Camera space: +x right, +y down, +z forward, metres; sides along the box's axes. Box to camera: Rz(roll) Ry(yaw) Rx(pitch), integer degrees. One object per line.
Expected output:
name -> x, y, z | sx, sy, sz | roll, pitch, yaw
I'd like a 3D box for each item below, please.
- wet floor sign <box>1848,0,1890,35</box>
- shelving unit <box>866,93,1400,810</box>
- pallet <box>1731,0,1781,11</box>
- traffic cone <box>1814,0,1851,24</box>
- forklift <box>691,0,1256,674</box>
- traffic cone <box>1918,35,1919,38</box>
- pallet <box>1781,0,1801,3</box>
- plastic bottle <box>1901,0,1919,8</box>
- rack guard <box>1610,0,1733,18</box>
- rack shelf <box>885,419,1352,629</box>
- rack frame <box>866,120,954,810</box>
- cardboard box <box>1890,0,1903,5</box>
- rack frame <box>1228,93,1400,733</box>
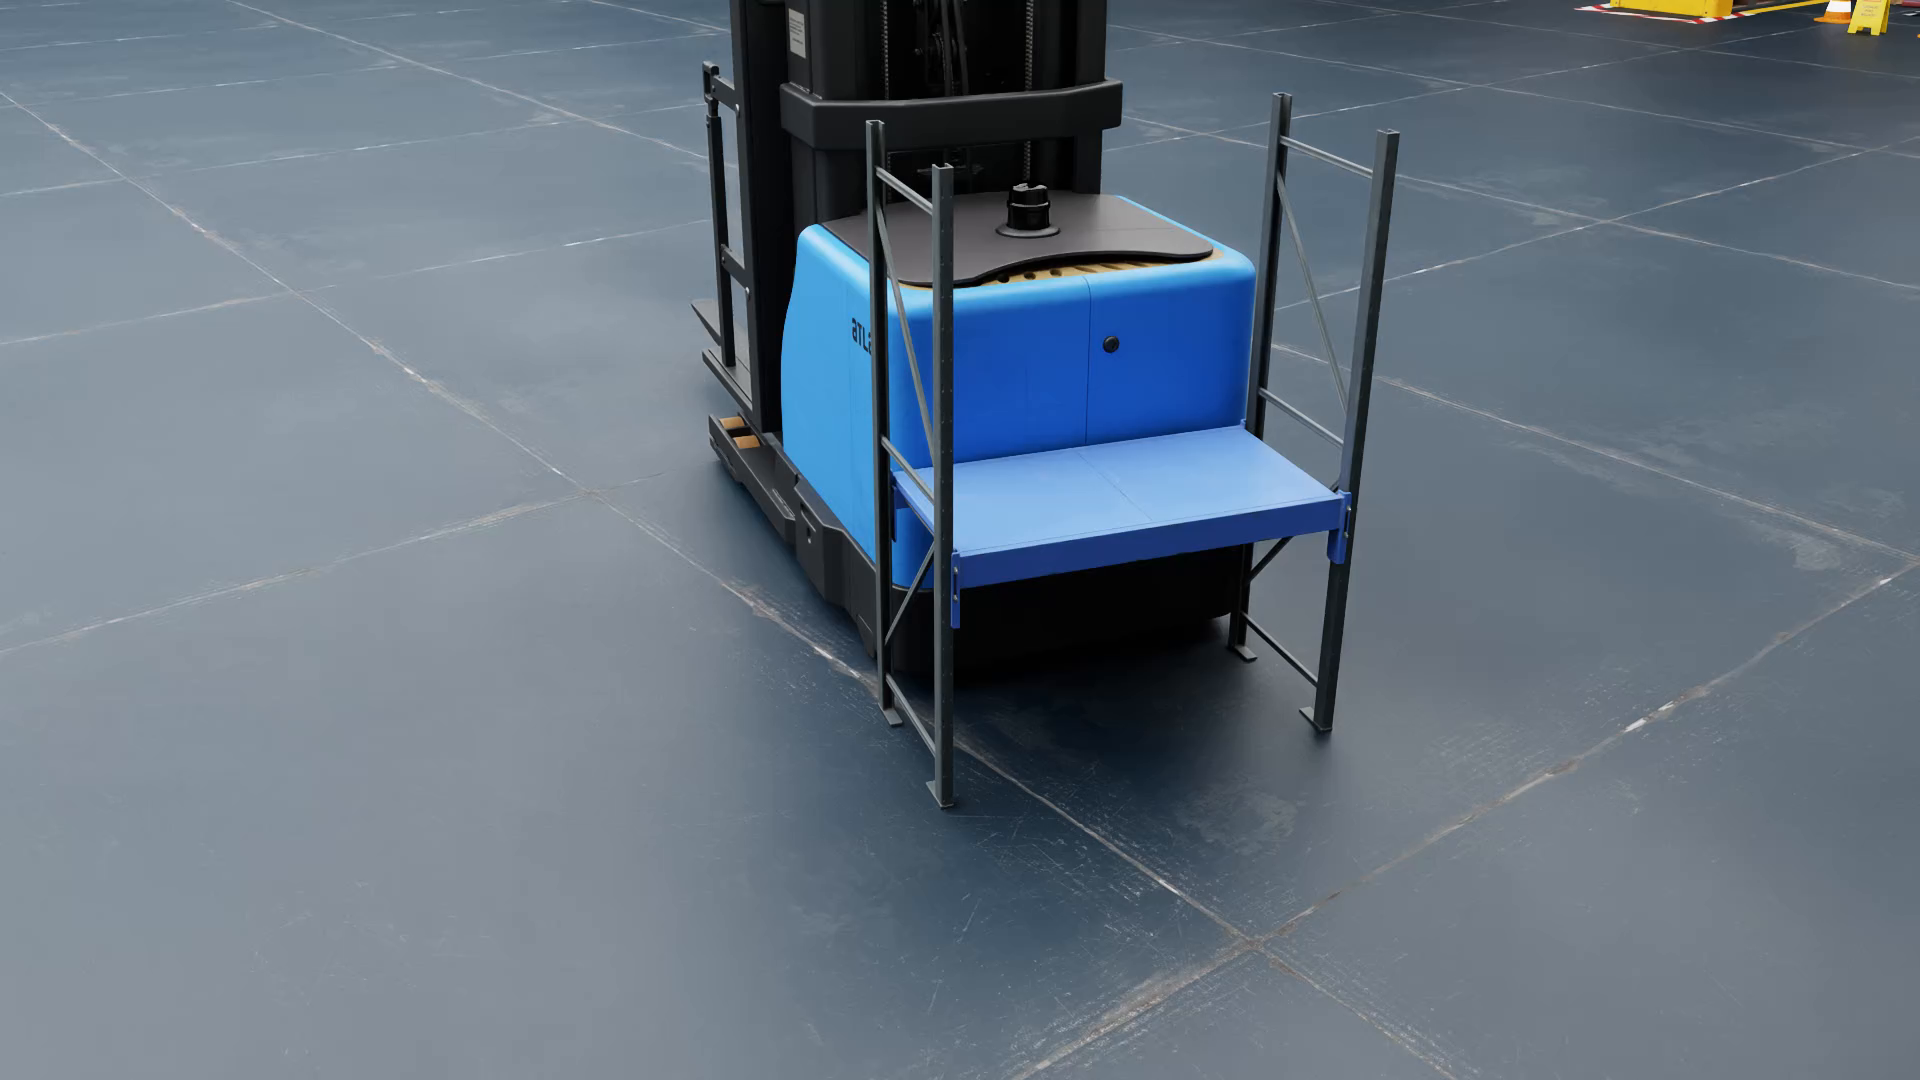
wet floor sign -> 8.354, -4.965, 15.182 | 0.267, 0.644, 0.232 | 21, 32, 37
shelving unit -> 0.367, -0.222, 3.943 | 1.048, 1.500, 0.538 | -9, 27, -18
pallet -> 7.735, -5.665, 17.206 | 1.213, 0.211, 1.003 | -18, 31, -34
traffic cone -> 8.449, -5.213, 15.933 | 0.334, 0.463, 0.336 | -18, 31, -34
forklift -> -0.232, -1.576, 5.165 | 1.130, 2.935, 3.031 | -9, 27, -20
traffic cone -> 8.878, -4.751, 14.936 | 0.334, 0.463, 0.336 | -18, 31, -34
pallet -> 8.695, -5.980, 17.885 | 1.213, 0.211, 1.003 | -18, 31, -34
plastic bottle -> 9.764, -5.463, 16.950 | 0.283, 0.061, 0.133 | 15, 29, 29
rack guard -> 7.136, -5.556, 16.628 | 0.348, 0.500, 1.175 | -18, 31, -34
rack shelf -> 0.366, -0.060, 4.020 | 1.000, 0.185, 0.538 | -9, 27, -18
rack frame -> -0.112, -0.150, 3.787 | 0.032, 1.500, 0.500 | -9, 27, -18
cardboard box -> 9.714, -5.860, 17.279 | 0.500, 0.500, 0.500 | -13, 28, -25
rack frame -> 0.845, -0.294, 4.098 | 0.032, 1.500, 0.500 | -9, 27, -18
